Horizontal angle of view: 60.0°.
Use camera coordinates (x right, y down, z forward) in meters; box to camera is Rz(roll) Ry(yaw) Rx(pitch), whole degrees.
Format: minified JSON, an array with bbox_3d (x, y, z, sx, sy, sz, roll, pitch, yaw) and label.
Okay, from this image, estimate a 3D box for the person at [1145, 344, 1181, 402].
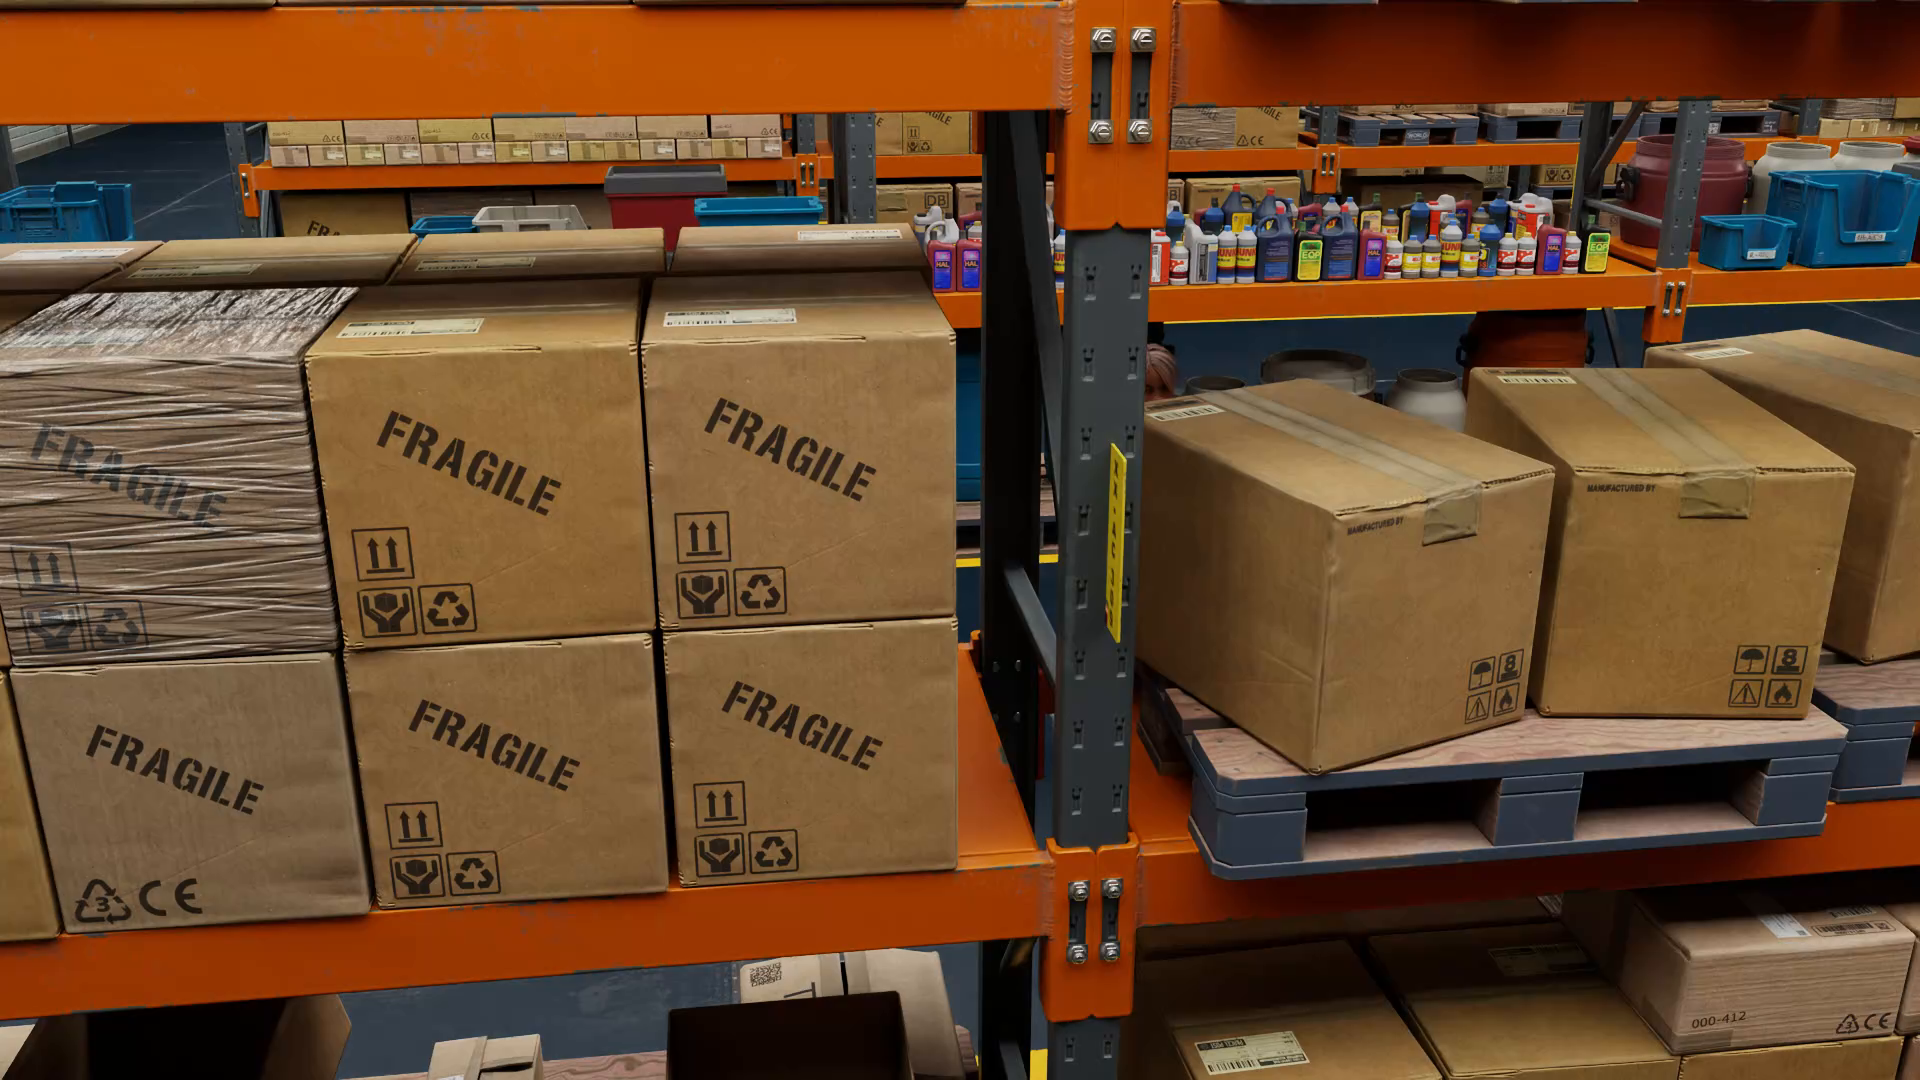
[{"bbox_3d":[0.682,0.126,5.726,0.445,1.599,0.485,-3,20,-7],"label":"person"}]
